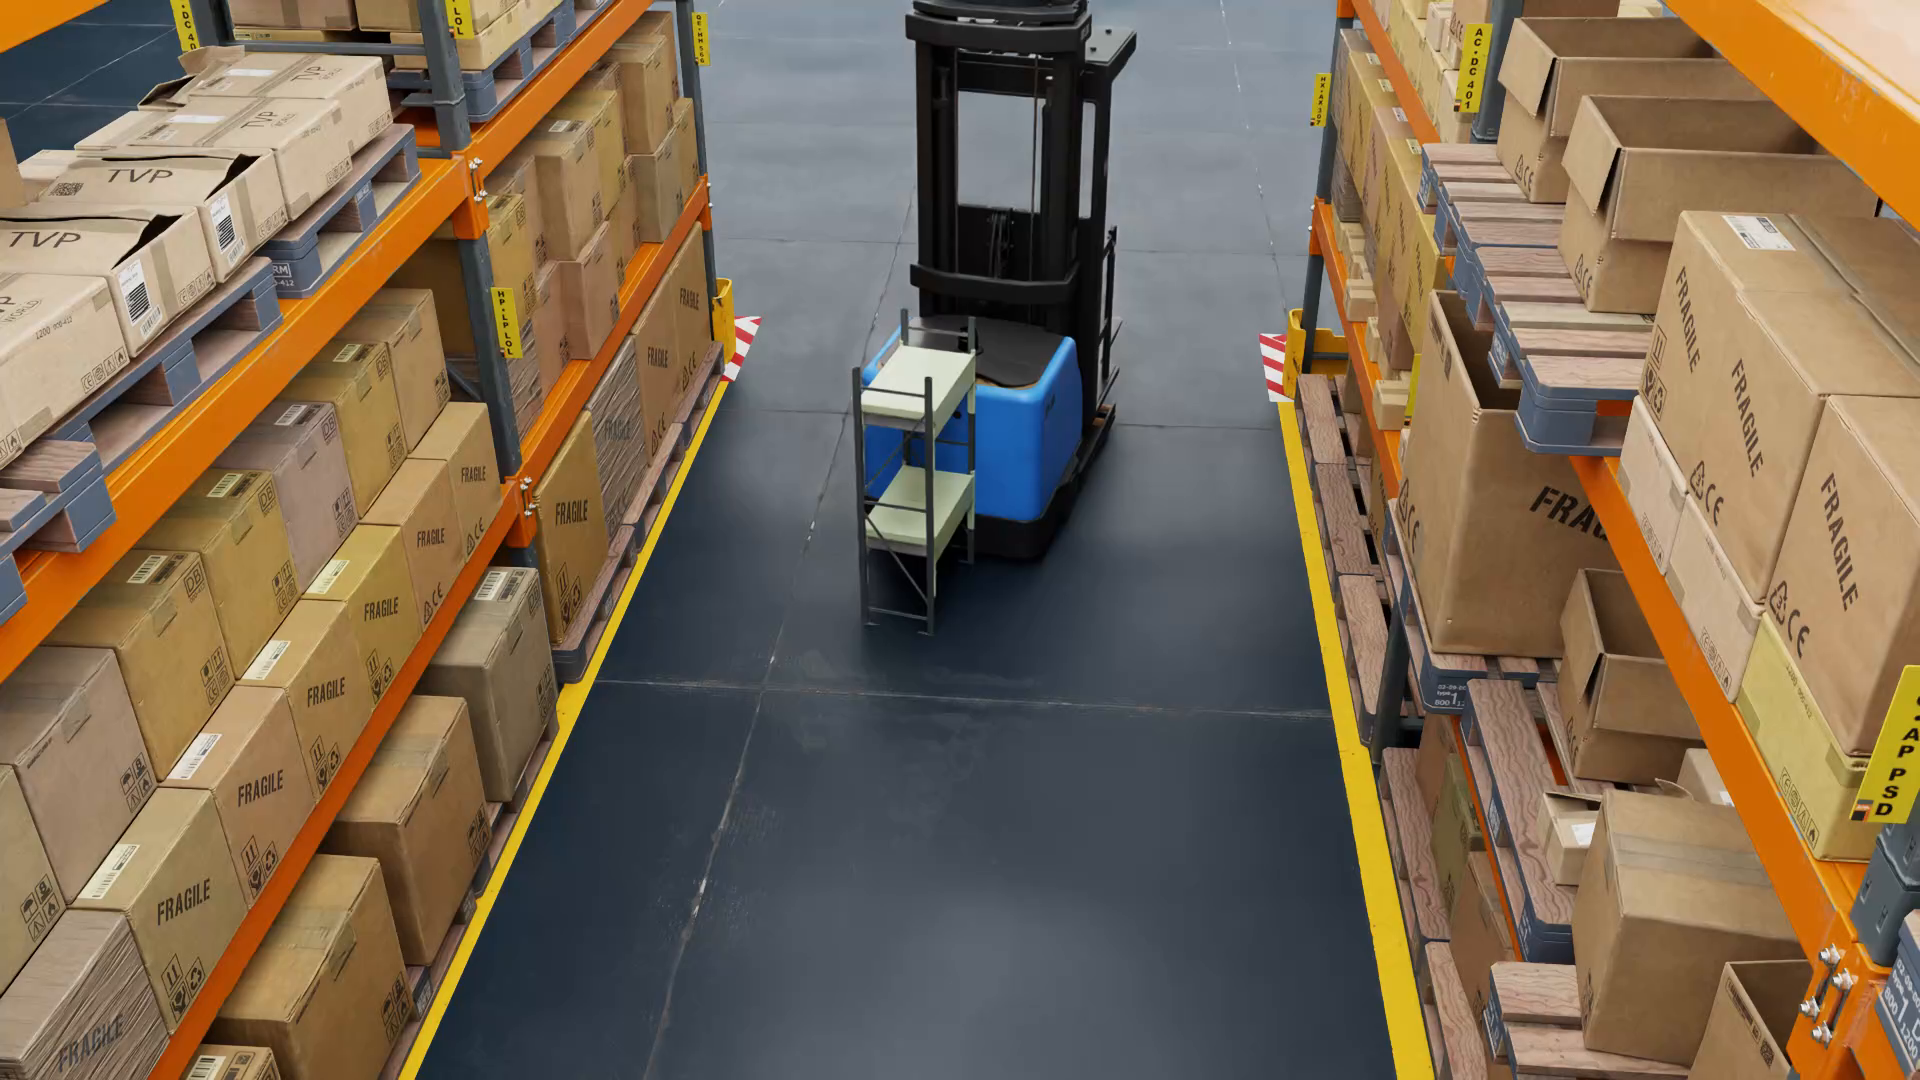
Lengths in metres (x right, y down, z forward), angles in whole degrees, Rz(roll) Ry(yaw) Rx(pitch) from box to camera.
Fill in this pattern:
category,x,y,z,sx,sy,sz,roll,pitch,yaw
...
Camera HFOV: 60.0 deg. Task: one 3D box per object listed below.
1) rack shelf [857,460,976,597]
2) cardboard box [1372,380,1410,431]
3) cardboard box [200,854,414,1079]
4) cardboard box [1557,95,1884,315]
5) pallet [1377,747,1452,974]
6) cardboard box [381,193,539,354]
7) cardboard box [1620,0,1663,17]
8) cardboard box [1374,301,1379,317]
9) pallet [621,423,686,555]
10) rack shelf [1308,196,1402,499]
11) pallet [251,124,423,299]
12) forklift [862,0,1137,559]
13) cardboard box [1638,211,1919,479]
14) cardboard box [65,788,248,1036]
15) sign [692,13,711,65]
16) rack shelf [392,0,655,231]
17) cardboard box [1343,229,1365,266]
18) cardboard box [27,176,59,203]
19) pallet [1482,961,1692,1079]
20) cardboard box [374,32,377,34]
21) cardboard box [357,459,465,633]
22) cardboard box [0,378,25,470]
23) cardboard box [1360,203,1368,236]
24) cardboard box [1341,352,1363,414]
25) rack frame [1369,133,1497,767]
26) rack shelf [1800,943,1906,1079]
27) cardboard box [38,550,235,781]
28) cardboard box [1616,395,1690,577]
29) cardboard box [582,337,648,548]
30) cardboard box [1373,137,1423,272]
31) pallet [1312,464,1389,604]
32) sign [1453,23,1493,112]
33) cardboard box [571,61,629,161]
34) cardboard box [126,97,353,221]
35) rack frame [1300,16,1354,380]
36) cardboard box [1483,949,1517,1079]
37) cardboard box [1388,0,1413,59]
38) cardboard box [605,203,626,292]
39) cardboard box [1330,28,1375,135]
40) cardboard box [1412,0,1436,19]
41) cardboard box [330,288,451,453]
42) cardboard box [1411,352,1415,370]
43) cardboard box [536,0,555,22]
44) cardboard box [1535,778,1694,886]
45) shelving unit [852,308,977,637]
category,x,y,z,sx,sy,sz,roll,pitch,yaw
rack shelf,-0.220,-0.071,8.838,0.431,0.370,0.720,9,33,14
cardboard box,2.184,-0.639,7.947,0.380,0.149,0.250,2,32,4
cardboard box,-2.613,1.607,5.807,1.050,0.750,0.750,3,32,5
cardboard box,2.228,-0.992,4.924,0.797,0.503,0.637,4,32,6
pallet,2.379,1.367,7.110,1.003,0.211,1.213,2,32,4
cardboard box,-2.430,-1.207,7.457,0.875,0.550,0.550,2,32,4
cardboard box,2.857,-2.315,7.332,0.380,0.149,0.250,2,32,3
cardboard box,2.398,-1.156,8.787,0.380,0.149,0.250,2,32,4
pallet,-2.258,-0.338,9.878,1.003,0.211,1.213,2,32,4
rack shelf,2.603,-0.966,8.925,1.077,0.370,4.000,2,32,4
pallet,-2.520,-1.206,5.951,0.805,0.209,1.217,1,32,2
forklift,0.368,-1.908,9.832,1.130,2.935,3.031,9,33,14
cardboard box,1.991,-0.455,3.978,0.500,0.500,0.500,3,32,5
cardboard box,-2.476,1.068,4.843,0.500,0.500,0.500,2,32,4
sign,-1.629,-3.147,10.448,0.100,0.325,0.005,2,32,4
rack shelf,-2.332,-2.508,8.568,1.077,0.370,4.000,2,32,4
cardboard box,2.431,-1.681,9.639,0.380,0.149,0.250,2,32,4
cardboard box,-2.858,-0.963,5.008,0.396,0.266,0.258,2,32,4
pallet,2.067,1.569,4.308,1.213,0.211,1.003,2,32,4
cardboard box,-2.744,-2.354,7.376,0.380,0.149,0.250,3,32,5
cardboard box,-2.312,0.014,6.553,0.500,0.500,0.500,2,32,3
cardboard box,-2.542,-0.229,3.774,0.500,0.311,0.500,3,32,4
cardboard box,2.773,-1.935,9.432,0.875,0.500,0.500,2,32,4
cardboard box,2.699,-1.107,10.450,0.500,0.500,0.500,8,33,13
rack frame,2.441,-0.227,7.039,1.000,3.000,0.127,2,32,4
rack shelf,1.952,1.940,1.350,1.077,0.370,4.000,2,32,4
cardboard box,-2.694,0.365,5.031,0.700,0.500,0.500,2,32,3
cardboard box,1.980,-0.130,4.166,0.500,0.250,0.500,3,32,5
cardboard box,-2.304,-0.563,9.210,0.875,0.875,0.875,3,32,4
cardboard box,2.284,-1.592,7.922,0.500,0.500,0.500,2,32,4
pallet,2.557,-0.032,9.381,1.003,0.211,1.213,2,32,4
sign,1.899,-1.743,6.148,0.100,0.325,0.005,2,32,4
cardboard box,-2.372,-2.336,9.289,0.875,0.550,0.550,2,32,4
cardboard box,-2.376,-1.271,5.522,0.500,0.250,0.500,2,32,4
rack frame,2.766,-2.318,10.433,1.000,3.000,0.127,2,32,4
cardboard box,2.221,1.803,5.709,0.700,0.500,0.500,5,32,8
cardboard box,2.352,-2.490,7.995,0.500,0.250,0.500,3,32,5
cardboard box,-2.350,-1.596,9.118,0.875,0.550,0.500,2,32,4
cardboard box,2.450,-2.637,9.619,0.500,0.500,0.500,2,32,4
cardboard box,2.281,-2.481,7.602,0.380,0.149,0.250,4,32,6
cardboard box,-2.529,-0.700,6.759,0.700,0.500,0.500,2,32,3
cardboard box,2.615,-0.889,7.734,0.875,0.500,0.500,2,32,4
cardboard box,-2.065,-2.456,7.541,0.380,0.149,0.250,2,32,3
cardboard box,1.982,0.860,5.004,0.396,0.266,0.258,2,32,3
shelving unit,-0.220,-0.349,8.667,0.431,1.500,0.755,9,33,14
